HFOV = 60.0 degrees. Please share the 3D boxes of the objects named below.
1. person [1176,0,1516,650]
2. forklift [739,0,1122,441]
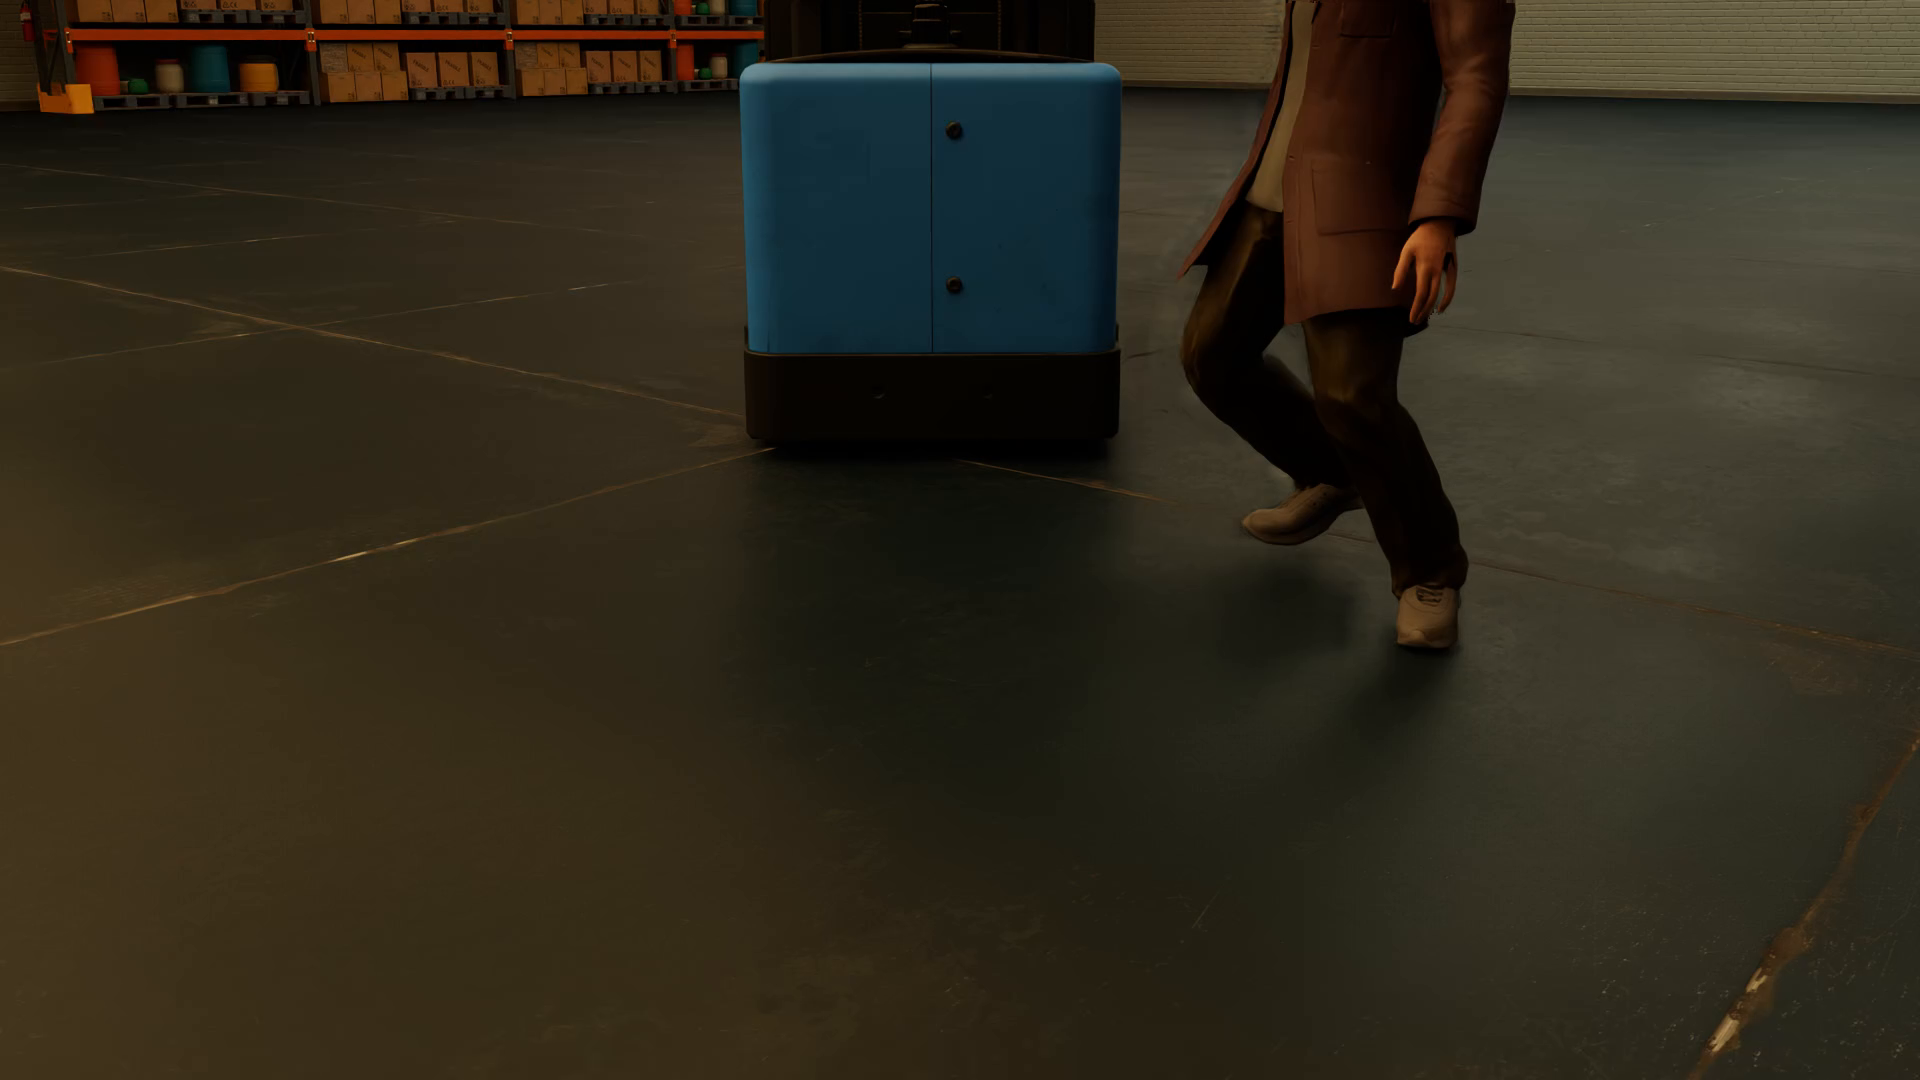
[{"bbox_3d":[0.775,-0.705,3.388,0.577,1.687,0.939,-5,18,-16],"label":"person"},{"bbox_3d":[-0.106,-2.050,5.650,1.130,2.935,3.031,0,17,-1],"label":"forklift"}]
